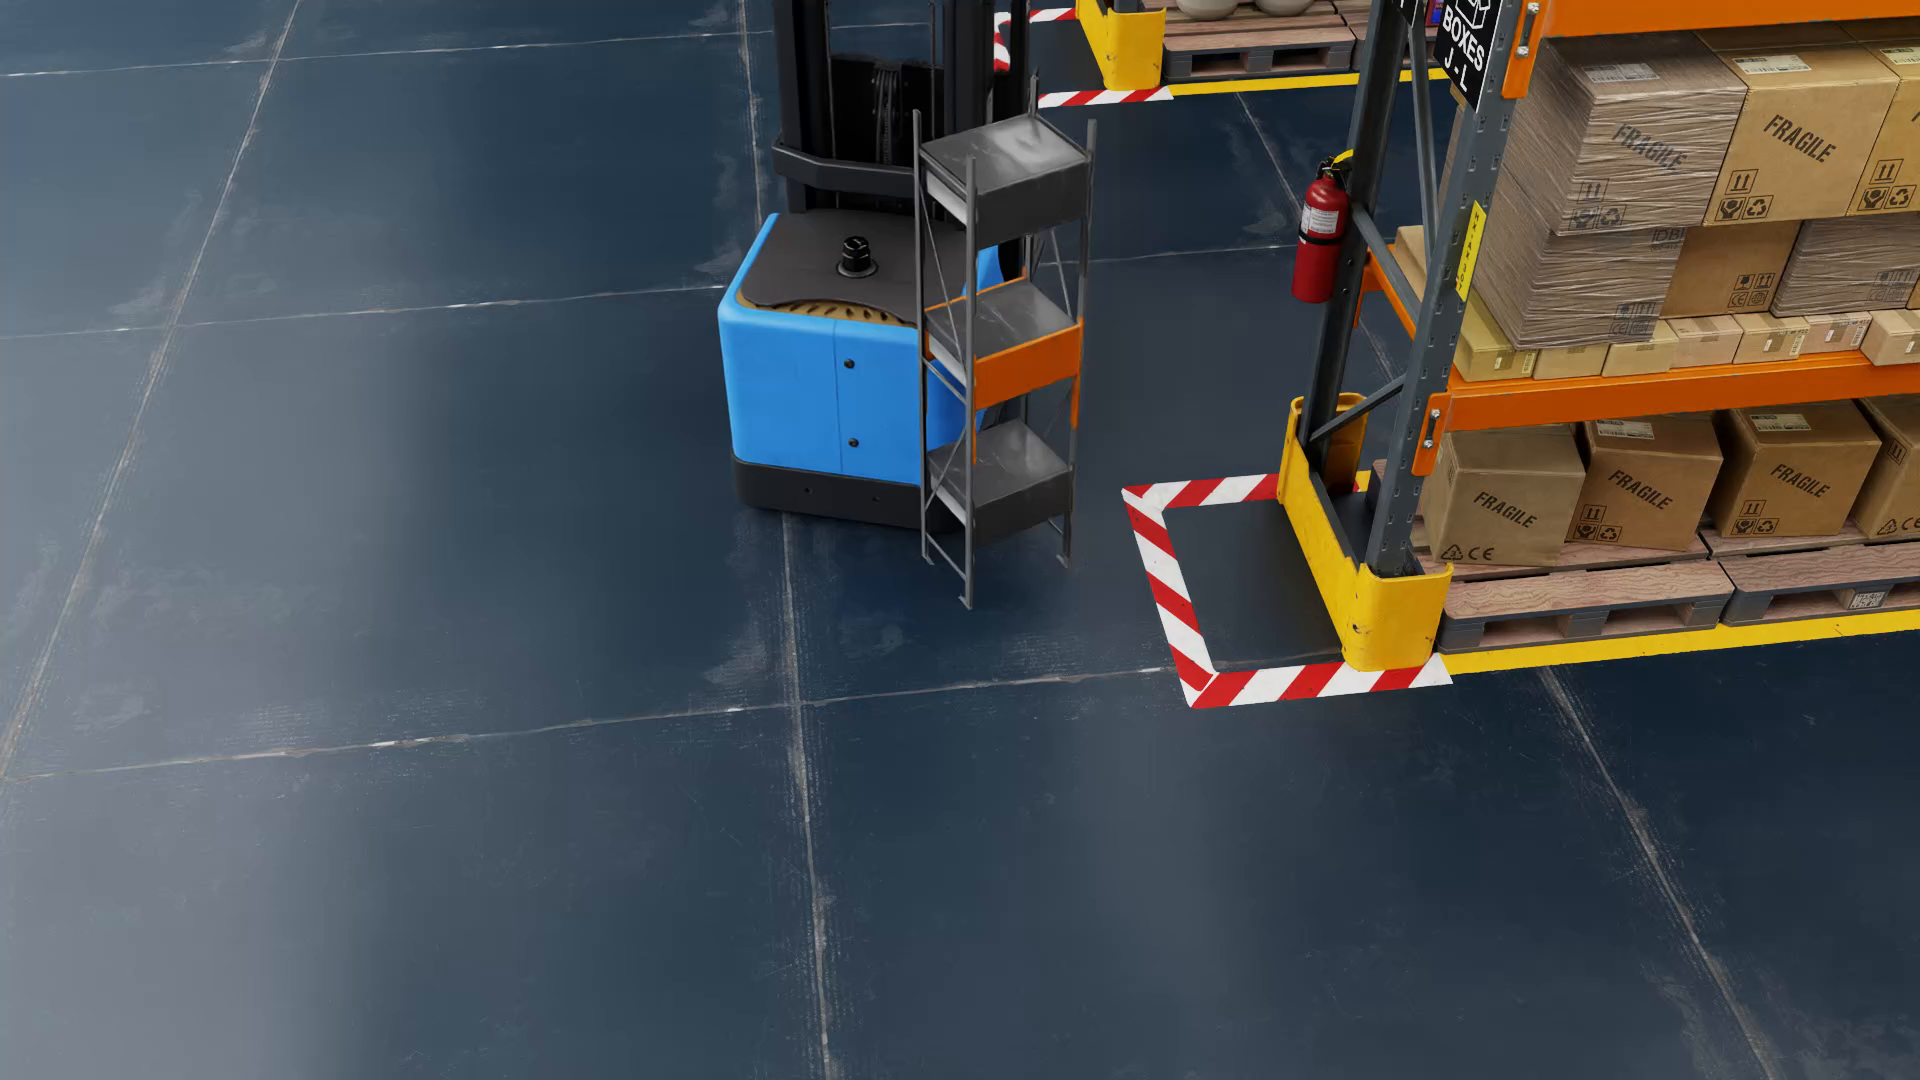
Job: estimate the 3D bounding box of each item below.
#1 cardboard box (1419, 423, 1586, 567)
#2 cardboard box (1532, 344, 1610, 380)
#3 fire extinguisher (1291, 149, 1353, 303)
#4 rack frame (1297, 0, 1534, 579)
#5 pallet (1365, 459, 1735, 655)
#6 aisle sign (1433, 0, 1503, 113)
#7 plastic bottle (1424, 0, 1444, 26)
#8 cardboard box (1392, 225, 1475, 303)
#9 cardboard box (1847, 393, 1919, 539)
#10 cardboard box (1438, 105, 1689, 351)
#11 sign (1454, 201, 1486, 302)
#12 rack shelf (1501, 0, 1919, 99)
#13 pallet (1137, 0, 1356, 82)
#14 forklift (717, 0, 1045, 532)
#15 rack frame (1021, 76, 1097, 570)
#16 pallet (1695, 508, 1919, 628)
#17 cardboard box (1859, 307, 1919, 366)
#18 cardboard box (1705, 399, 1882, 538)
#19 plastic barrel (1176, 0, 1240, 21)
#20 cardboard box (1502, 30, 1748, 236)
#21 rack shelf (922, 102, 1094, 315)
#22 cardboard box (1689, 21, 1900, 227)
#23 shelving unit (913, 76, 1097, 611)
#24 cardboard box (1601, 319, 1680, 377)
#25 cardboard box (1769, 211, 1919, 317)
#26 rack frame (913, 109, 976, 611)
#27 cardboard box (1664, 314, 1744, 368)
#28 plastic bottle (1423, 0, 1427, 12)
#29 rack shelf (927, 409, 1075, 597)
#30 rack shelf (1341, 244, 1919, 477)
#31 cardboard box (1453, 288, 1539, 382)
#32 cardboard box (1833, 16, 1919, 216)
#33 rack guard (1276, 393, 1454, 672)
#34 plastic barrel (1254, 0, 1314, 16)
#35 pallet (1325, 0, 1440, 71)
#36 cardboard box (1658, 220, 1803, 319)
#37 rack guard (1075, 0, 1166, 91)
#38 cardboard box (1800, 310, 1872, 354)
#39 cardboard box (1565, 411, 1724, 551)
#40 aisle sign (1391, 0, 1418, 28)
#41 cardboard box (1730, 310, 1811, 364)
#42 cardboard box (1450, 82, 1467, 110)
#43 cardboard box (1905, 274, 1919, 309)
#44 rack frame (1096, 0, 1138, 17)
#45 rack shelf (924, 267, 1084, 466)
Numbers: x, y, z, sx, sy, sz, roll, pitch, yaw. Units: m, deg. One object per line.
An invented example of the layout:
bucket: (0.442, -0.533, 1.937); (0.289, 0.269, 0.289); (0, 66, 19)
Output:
cardboard box: (2.207, -0.247, 6.837); (0.500, 0.500, 0.500); (2, 42, 2)
cardboard box: (2.149, -0.758, 6.039); (0.250, 0.149, 0.380); (-5, 42, -6)
fire extinguisher: (1.412, -1.244, 6.447); (0.183, 0.674, 0.296); (-5, 42, -6)
rack frame: (1.585, -0.976, 6.093); (0.127, 3.000, 1.000); (-5, 42, -6)
pallet: (2.471, 0.006, 7.086); (1.213, 0.211, 1.003); (-5, 42, -6)
aisle sign: (1.563, -1.737, 4.995); (0.004, 0.787, 0.394); (-5, 42, -6)
plastic bottle: (3.008, -3.378, 10.455); (0.133, 0.283, 0.061); (-4, 42, -5)
cardboard box: (1.841, -1.045, 6.356); (0.250, 0.149, 0.380); (-5, 42, -6)
cardboard box: (3.977, -0.382, 6.987); (0.500, 0.500, 0.500); (-9, 43, -9)
cardboard box: (2.134, -1.153, 5.992); (0.500, 0.500, 0.875); (-5, 42, -6)
sign: (1.656, -0.937, 5.403); (0.005, 0.325, 0.100); (-5, 42, -6)
rack shelf: (3.569, -1.997, 5.522); (4.000, 0.370, 1.077); (-5, 42, -6)
pallet: (1.819, -3.335, 10.790); (1.213, 0.211, 1.003); (-5, 42, -6)
forklift: (-0.197, -2.120, 7.412); (1.130, 2.935, 3.031); (8, 43, 9)
rack frame: (0.362, -0.769, 6.535); (0.015, 2.100, 0.400); (-22, 46, -22)
pallet: (3.678, -0.098, 7.201); (1.213, 0.211, 1.003); (-5, 42, -6)
cardboard box: (3.399, -0.815, 6.102); (0.250, 0.149, 0.380); (-5, 42, -6)
cardboard box: (3.418, -0.363, 6.966); (0.500, 0.500, 0.500); (-1, 42, -2)
plastic barrel: (1.586, -3.606, 10.552); (0.421, 0.512, 0.421); (0, 42, 0)
cardboard box: (2.166, -1.362, 5.477); (0.500, 0.500, 0.500); (-5, 42, -6)
rack shelf: (0.153, -1.194, 5.981); (0.480, 0.518, 0.431); (-22, 46, -22)
cardboard box: (2.663, -1.401, 5.520); (0.500, 0.500, 0.500); (-5, 42, -6)
shelving unit: (0.153, -0.685, 6.441); (0.503, 2.100, 0.431); (-22, 46, -22)
cardboard box: (2.399, -0.770, 6.052); (0.250, 0.149, 0.380); (-5, 42, -6)
cardboard box: (3.116, -1.291, 6.145); (0.500, 0.500, 0.875); (-5, 42, -6)
rack frame: (-0.056, -0.601, 6.348); (0.015, 2.100, 0.400); (-22, 46, -22)
cardboard box: (2.644, -0.805, 6.091); (0.250, 0.149, 0.380); (-5, 42, -6)
plastic bottle: (2.884, -3.349, 10.484); (0.097, 0.201, 0.097); (0, 42, 0)
rack shelf: (0.153, -0.155, 6.920); (0.480, 0.518, 0.431); (-22, 46, -22)
rack shelf: (3.569, -0.883, 6.526); (4.000, 0.370, 1.077); (-5, 42, -6)
cardboard box: (1.899, -0.749, 6.029); (0.250, 0.149, 0.380); (-5, 42, -6)
cardboard box: (3.158, -1.445, 5.569); (0.500, 0.500, 0.500); (-5, 42, -6)
rack guard: (1.661, -0.055, 6.937); (0.348, 0.500, 1.175); (-5, 42, -6)
plastic barrel: (2.083, -3.649, 10.600); (0.421, 0.512, 0.421); (0, 42, 0)
pallet: (3.026, -3.439, 10.905); (1.213, 0.211, 1.003); (-5, 42, -6)
cardboard box: (2.615, -1.276, 6.129); (0.500, 0.500, 0.875); (-5, 42, -6)
rack guard: (1.013, -3.375, 10.619); (0.348, 0.500, 1.175); (-5, 42, -6)
cardboard box: (3.138, -0.862, 6.154); (0.250, 0.149, 0.380); (-5, 42, -6)
cardboard box: (2.795, -0.322, 6.920); (0.500, 0.500, 0.500); (5, 42, 6)
aisle sign: (1.485, -2.135, 5.437); (0.004, 0.787, 0.394); (-5, 42, -6)
cardboard box: (2.893, -0.823, 6.110); (0.250, 0.149, 0.380); (-5, 42, -6)
cardboard box: (2.099, -1.707, 5.860); (0.500, 0.500, 0.500); (-5, 42, -6)
cardboard box: (3.613, -1.327, 6.185); (0.500, 0.500, 0.875); (-5, 42, -6)
rack frame: (0.943, -4.266, 9.739); (0.127, 3.000, 1.000); (-5, 42, -6)
rack shelf: (0.153, -0.675, 6.451); (0.480, 0.518, 0.431); (-22, 46, -22)
